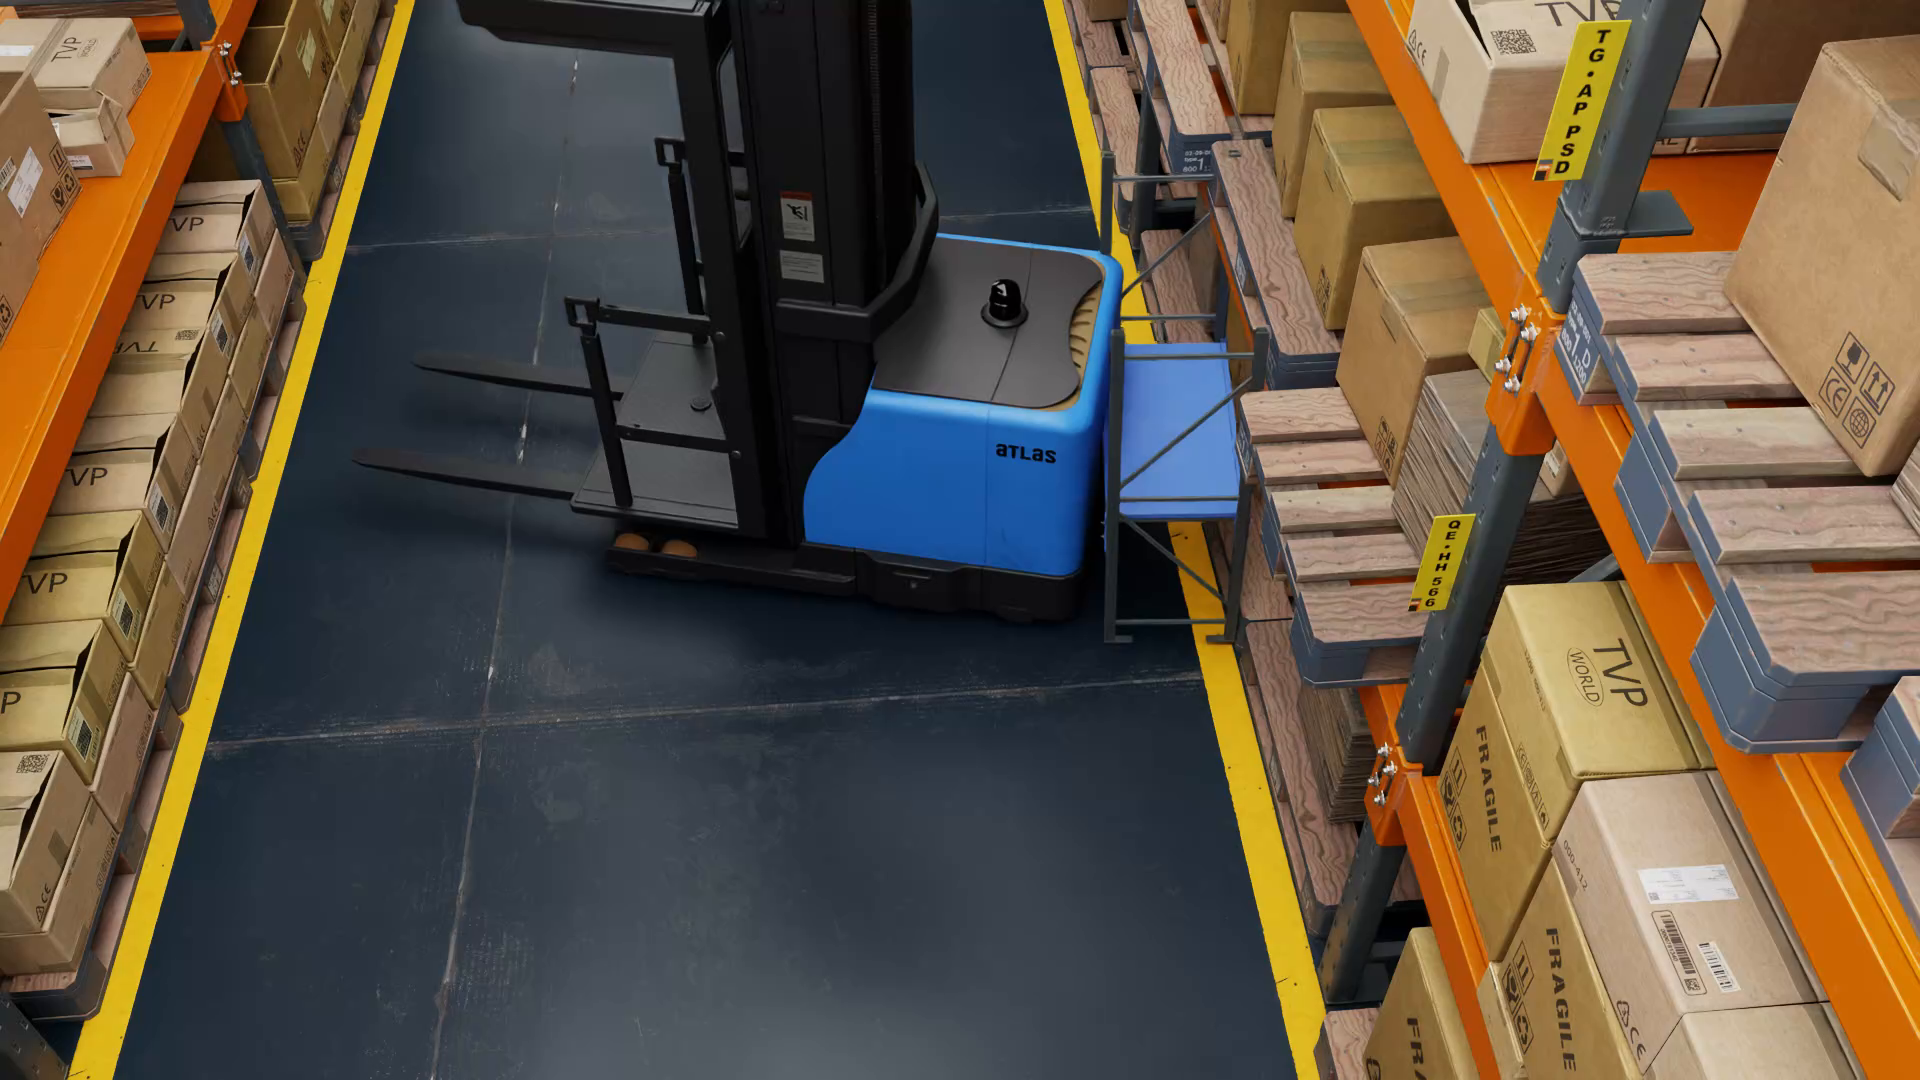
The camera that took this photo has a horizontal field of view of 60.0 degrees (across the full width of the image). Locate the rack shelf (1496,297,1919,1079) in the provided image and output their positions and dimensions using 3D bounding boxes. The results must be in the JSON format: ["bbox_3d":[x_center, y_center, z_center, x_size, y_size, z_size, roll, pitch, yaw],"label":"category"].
[{"bbox_3d":[1.834,1.051,2.118,1.077,0.370,4.000,-3,47,-3],"label":"rack shelf"}]

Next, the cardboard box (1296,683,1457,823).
[{"bbox_3d":[1.554,0.578,5.555,0.700,0.500,0.500,-3,47,-3],"label":"cardboard box"}]

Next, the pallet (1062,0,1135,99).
[{"bbox_3d":[1.135,-2.916,9.366,1.003,0.211,1.213,-3,47,-3],"label":"pallet"}]

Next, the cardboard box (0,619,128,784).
[{"bbox_3d":[-3.073,0.524,5.407,0.500,0.311,0.500,-5,47,-4],"label":"cardboard box"}]

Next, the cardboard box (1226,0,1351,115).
[{"bbox_3d":[1.380,-1.917,6.128,0.700,0.500,0.500,1,47,1],"label":"cardboard box"}]

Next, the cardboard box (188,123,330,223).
[{"bbox_3d":[-3.341,-1.755,7.951,0.500,0.250,0.500,-3,47,-3],"label":"cardboard box"}]

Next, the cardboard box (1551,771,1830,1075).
[{"bbox_3d":[1.493,0.719,3.199,0.500,0.250,0.500,-4,47,-4],"label":"cardboard box"}]

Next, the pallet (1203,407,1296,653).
[{"bbox_3d":[1.504,-0.099,6.699,1.003,0.211,1.213,-3,47,-3],"label":"pallet"}]

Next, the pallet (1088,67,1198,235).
[{"bbox_3d":[1.240,-2.031,8.528,1.003,0.211,1.213,-3,47,-3],"label":"pallet"}]

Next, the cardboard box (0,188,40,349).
[{"bbox_3d":[-3.470,-0.937,5.502,0.500,0.500,0.500,-3,47,-3],"label":"cardboard box"}]

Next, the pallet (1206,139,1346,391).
[{"bbox_3d":[1.460,-0.976,5.740,1.003,0.211,1.213,-3,47,-3],"label":"pallet"}]

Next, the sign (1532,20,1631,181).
[{"bbox_3d":[1.126,-0.790,3.010,0.100,0.325,0.005,-3,47,-3],"label":"sign"}]

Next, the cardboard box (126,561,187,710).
[{"bbox_3d":[-3.113,0.356,5.951,0.500,0.250,0.500,-5,47,-4],"label":"cardboard box"}]

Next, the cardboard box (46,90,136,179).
[{"bbox_3d":[-3.348,-1.531,6.227,0.396,0.266,0.258,-5,47,-4],"label":"cardboard box"}]

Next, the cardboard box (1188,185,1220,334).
[{"bbox_3d":[1.410,-1.266,7.302,0.700,0.500,0.500,-2,47,-2],"label":"cardboard box"}]

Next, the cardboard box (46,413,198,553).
[{"bbox_3d":[-3.157,-0.218,6.108,0.500,0.311,0.500,-4,47,-4],"label":"cardboard box"}]

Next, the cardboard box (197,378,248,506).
[{"bbox_3d":[-3.197,-0.383,6.651,0.500,0.250,0.500,-3,47,-2],"label":"cardboard box"}]

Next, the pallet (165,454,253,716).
[{"bbox_3d":[-3.398,0.172,6.442,1.003,0.211,1.213,-3,47,-3],"label":"pallet"}]

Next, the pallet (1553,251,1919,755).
[{"bbox_3d":[1.773,-0.116,2.858,1.213,0.211,1.003,-2,47,-1],"label":"pallet"}]

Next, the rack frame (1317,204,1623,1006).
[{"bbox_3d":[1.667,0.388,4.317,1.000,3.000,0.127,-3,47,-3],"label":"rack frame"}]

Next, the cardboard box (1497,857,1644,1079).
[{"bbox_3d":[1.487,0.991,3.458,0.500,0.500,0.500,-2,47,-2],"label":"cardboard box"}]

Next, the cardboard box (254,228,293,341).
[{"bbox_3d":[-3.281,-1.119,7.348,0.500,0.250,0.500,-4,47,-4],"label":"cardboard box"}]

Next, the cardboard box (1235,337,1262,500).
[{"bbox_3d":[1.506,-0.524,6.599,0.700,0.500,0.500,-3,47,-3],"label":"cardboard box"}]

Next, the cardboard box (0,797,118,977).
[{"bbox_3d":[-3.021,1.096,5.251,0.500,0.250,0.500,-4,47,-3],"label":"cardboard box"}]

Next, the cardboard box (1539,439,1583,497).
[{"bbox_3d":[1.608,-0.269,4.120,0.380,0.149,0.250,-9,47,-8],"label":"cardboard box"}]

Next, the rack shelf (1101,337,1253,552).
[{"bbox_3d":[0.789,-0.380,6.305,0.538,0.185,1.000,-1,46,3],"label":"rack shelf"}]

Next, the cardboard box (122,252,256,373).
[{"bbox_3d":[-3.235,-0.943,6.795,0.500,0.311,0.500,-2,47,-2],"label":"cardboard box"}]

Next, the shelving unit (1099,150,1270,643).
[{"bbox_3d":[0.781,-0.506,6.176,0.538,1.500,1.048,-1,46,3],"label":"shelving unit"}]

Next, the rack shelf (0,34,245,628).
[{"bbox_3d":[-3.437,-0.508,5.661,1.077,0.370,4.000,-3,47,-3],"label":"rack shelf"}]

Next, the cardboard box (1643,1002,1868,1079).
[{"bbox_3d":[1.539,1.081,2.856,0.500,0.250,0.500,-3,47,-3],"label":"cardboard box"}]

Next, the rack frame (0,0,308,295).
[{"bbox_3d":[-3.604,-2.202,6.770,1.000,3.000,0.127,-3,47,-3],"label":"rack frame"}]

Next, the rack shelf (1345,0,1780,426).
[{"bbox_3d":[1.499,-1.843,4.859,1.077,0.370,4.000,-3,47,-3],"label":"rack shelf"}]

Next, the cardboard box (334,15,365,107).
[{"bbox_3d":[-3.414,-2.479,8.637,0.500,0.250,0.500,-3,47,-3],"label":"cardboard box"}]

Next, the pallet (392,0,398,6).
[{"bbox_3d":[-3.833,-3.587,10.002,1.003,0.211,1.213,-3,47,-3],"label":"pallet"}]

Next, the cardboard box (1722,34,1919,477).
[{"bbox_3d":[1.764,-0.489,2.709,0.700,0.500,0.500,-7,47,-6],"label":"cardboard box"}]

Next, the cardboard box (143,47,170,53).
[{"bbox_3d":[-3.891,-2.344,7.992,0.500,0.500,0.500,-3,47,-3],"label":"cardboard box"}]

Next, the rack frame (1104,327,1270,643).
[{"bbox_3d":[0.766,-0.141,5.822,0.500,1.500,0.032,-1,46,3],"label":"rack frame"}]

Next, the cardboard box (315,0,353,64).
[{"bbox_3d":[-3.415,-2.737,8.365,0.500,0.500,0.500,-3,47,-3],"label":"cardboard box"}]

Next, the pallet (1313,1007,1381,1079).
[{"bbox_3d":[1.657,1.922,4.785,1.003,0.211,1.213,-3,47,-3],"label":"pallet"}]

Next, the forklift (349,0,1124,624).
[{"bbox_3d":[-0.934,-1.216,5.883,3.031,2.935,1.130,8,47,7],"label":"forklift"}]

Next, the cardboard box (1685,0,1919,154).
[{"bbox_3d":[1.835,-1.220,3.691,0.500,0.500,0.500,-3,47,-3],"label":"cardboard box"}]

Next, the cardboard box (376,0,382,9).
[{"bbox_3d":[-3.502,-3.203,9.322,0.500,0.250,0.500,-3,47,-3],"label":"cardboard box"}]

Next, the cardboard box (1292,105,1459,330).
[{"bbox_3d":[1.491,-1.037,5.295,0.700,0.500,0.500,-3,47,-3],"label":"cardboard box"}]

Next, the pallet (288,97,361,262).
[{"bbox_3d":[-3.629,-1.822,8.330,1.003,0.211,1.213,-3,47,-3],"label":"pallet"}]

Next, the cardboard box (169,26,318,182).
[{"bbox_3d":[-3.331,-2.014,7.679,0.500,0.500,0.500,-3,47,-3],"label":"cardboard box"}]

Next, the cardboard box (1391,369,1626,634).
[{"bbox_3d":[1.617,-0.137,4.442,0.700,0.500,0.500,-8,47,-8],"label":"cardboard box"}]

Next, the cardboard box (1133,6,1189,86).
[{"bbox_3d":[1.205,-2.546,8.514,0.500,0.500,0.500,-7,47,-6],"label":"cardboard box"}]
